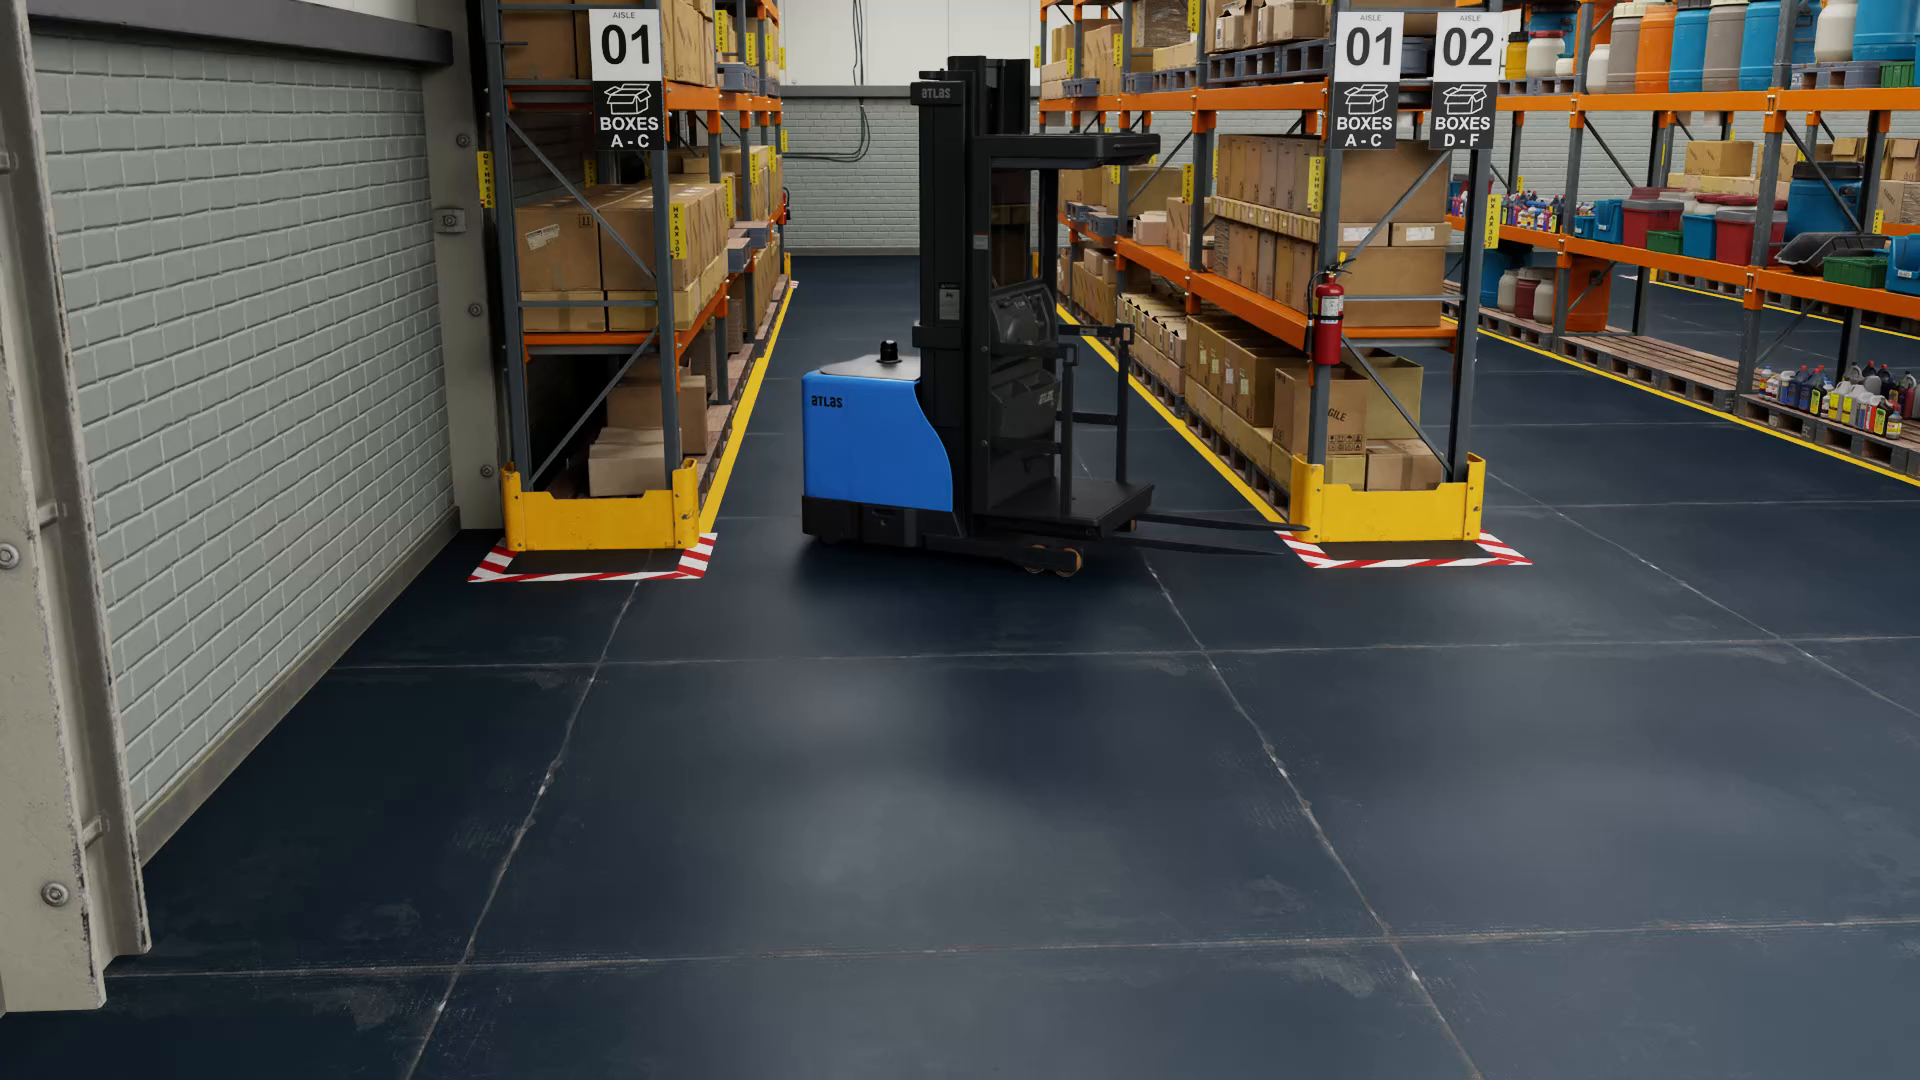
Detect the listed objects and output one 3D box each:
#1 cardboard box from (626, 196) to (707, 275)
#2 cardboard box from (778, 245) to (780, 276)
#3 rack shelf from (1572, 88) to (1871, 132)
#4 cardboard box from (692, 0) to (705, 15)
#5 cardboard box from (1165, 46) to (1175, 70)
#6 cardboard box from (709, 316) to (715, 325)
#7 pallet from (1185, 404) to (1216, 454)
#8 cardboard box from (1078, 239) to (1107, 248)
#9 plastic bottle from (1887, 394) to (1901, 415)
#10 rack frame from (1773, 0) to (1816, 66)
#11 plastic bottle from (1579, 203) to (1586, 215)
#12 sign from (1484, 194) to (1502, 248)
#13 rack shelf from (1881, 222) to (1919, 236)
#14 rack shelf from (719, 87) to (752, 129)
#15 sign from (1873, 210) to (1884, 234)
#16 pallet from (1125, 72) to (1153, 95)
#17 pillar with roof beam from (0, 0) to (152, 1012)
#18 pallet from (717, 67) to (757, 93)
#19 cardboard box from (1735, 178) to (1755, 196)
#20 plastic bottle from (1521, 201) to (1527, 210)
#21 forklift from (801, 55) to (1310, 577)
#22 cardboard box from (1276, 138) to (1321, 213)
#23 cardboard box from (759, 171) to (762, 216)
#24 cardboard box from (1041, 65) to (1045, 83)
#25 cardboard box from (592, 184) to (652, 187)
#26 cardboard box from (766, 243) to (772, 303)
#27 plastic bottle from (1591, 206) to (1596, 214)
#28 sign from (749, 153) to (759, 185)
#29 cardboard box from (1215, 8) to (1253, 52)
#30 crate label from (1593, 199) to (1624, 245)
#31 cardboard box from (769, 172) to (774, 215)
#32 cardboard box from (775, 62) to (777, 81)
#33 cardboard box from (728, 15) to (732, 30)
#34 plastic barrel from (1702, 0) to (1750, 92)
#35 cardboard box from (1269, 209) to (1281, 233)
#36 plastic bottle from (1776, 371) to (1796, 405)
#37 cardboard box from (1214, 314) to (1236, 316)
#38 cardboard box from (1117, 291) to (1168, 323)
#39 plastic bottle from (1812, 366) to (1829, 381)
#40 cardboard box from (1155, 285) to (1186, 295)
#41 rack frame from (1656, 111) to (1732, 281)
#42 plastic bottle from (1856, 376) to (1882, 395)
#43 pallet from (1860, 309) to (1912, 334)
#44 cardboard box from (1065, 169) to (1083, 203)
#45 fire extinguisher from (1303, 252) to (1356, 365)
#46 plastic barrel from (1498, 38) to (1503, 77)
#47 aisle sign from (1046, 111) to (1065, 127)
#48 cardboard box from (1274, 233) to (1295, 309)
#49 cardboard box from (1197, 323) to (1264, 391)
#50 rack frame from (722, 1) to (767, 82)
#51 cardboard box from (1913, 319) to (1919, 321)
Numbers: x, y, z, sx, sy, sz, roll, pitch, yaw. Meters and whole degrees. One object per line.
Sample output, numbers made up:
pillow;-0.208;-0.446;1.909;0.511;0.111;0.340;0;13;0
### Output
cardboard box;-2.007;-2.090;11.387;0.500;0.500;0.500;-1;14;-5
cardboard box;-3.080;-4.215;25.061;0.700;0.500;0.500;-1;14;-3
rack shelf;7.285;-4.165;16.116;1.077;0.370;4.000;-1;14;-3
cardboard box;-2.090;-4.019;11.858;0.500;0.500;0.500;-1;14;-5
cardboard box;2.352;-4.823;16.692;0.500;0.250;0.500;0;14;-2
cardboard box;-2.615;-1.850;15.832;0.700;0.500;0.500;-1;14;-3
pallet;2.472;-0.938;13.750;1.003;0.211;1.213;-1;14;-3
cardboard box;2.001;-4.343;25.519;0.500;0.500;0.500;-1;14;-3
plastic bottle;7.223;-0.980;12.886;0.061;0.283;0.133;-1;14;-3
rack frame;7.409;-5.468;13.720;1.000;3.000;0.127;-1;14;-3
plastic bottle;7.420;-3.867;19.794;0.097;0.271;0.097;0;14;0
sign;3.267;-1.957;10.217;0.100;0.325;0.005;-1;14;-3
rack shelf;11.980;-3.783;20.654;1.077;0.370;4.000;-1;14;-3
rack shelf;-2.603;-4.012;15.522;1.077;0.370;4.000;-1;14;-3
sign;7.959;-2.703;14.455;0.100;0.325;0.005;-1;14;-3
pallet;2.348;-4.676;17.039;1.213;0.211;1.003;0;14;-1
pillar with roof beam;1.530;-3.055;4.342;9.100;9.000;0.400;-1;14;-3
pallet;-2.479;-4.185;15.128;1.213;0.211;1.003;-1;14;-3
cardboard box;11.501;-5.062;23.883;0.500;0.250;0.500;-1;14;-2
plastic bottle;6.772;-3.928;20.006;0.061;0.283;0.133;-1;14;-3
forklift;0.573;-1.355;9.912;3.031;2.935;1.130;6;16;23
cardboard box;2.623;-2.555;11.632;0.700;0.500;0.500;-1;14;-3
cardboard box;-2.555;-3.985;19.159;0.500;0.500;0.500;-1;14;-4
cardboard box;1.493;-6.962;24.843;0.500;0.250;0.500;-1;14;-3
cardboard box;-2.659;-2.590;13.329;0.500;0.500;0.500;-1;14;-5
cardboard box;-2.805;-3.402;21.201;0.750;0.750;0.750;-1;14;-3
plastic bottle;7.387;-3.751;19.345;0.097;0.271;0.097;0;14;0
sign;-2.186;-3.938;17.647;0.100;0.325;0.005;-1;14;-3
cardboard box;2.266;-3.904;12.717;0.500;0.311;0.500;-2;15;-7
crate label;6.953;-3.324;17.353;0.502;0.435;0.616;-1;14;-3
cardboard box;-2.992;-4.680;22.094;0.980;0.700;0.700;-1;14;-3
cardboard box;-2.879;-6.719;23.857;0.500;0.250;0.500;-1;14;-6
cardboard box;-3.051;-6.256;20.213;0.500;0.250;0.500;0;14;1
plastic barrel;7.120;-4.544;15.142;0.600;0.901;0.600;0;14;0
cardboard box;2.417;-2.269;11.823;0.380;0.149;0.250;0;14;-2
plastic bottle;7.038;-1.291;14.107;0.152;0.276;0.135;0;14;-1
cardboard box;2.629;-1.991;15.793;0.500;0.311;0.500;-1;14;-5
cardboard box;1.956;-2.491;17.737;0.500;0.311;0.500;0;14;-2
plastic bottle;7.188;-1.288;13.946;0.144;0.351;0.185;-1;14;-3
cardboard box;2.474;-2.602;18.754;0.500;0.500;0.500;0;14;-1
rack frame;11.609;-5.624;26.364;1.000;3.000;0.127;-1;14;-3
plastic bottle;7.602;-1.245;13.928;0.152;0.276;0.135;-1;14;-3
pallet;12.058;-2.784;20.921;1.003;0.211;1.213;-1;14;-3
cardboard box;1.775;-4.607;21.370;0.700;0.500;0.500;-6;16;-22
fire extinguisher;2.256;-1.418;10.175;0.296;0.674;0.183;-1;14;-3
plastic barrel;6.696;-6.140;21.233;0.433;0.535;0.433;0;14;0
aisle sign;1.424;-6.743;25.497;0.394;0.787;0.004;-1;14;-3
cardboard box;2.634;-1.911;11.735;0.700;0.500;0.500;-1;14;-3
cardboard box;2.220;-1.478;13.421;0.500;0.500;0.500;-1;14;-3
rack frame;-2.975;-7.305;20.858;1.000;3.000;0.127;-1;14;-3
cardboard box;12.082;-2.980;19.512;1.225;0.875;0.875;-2;15;-6
